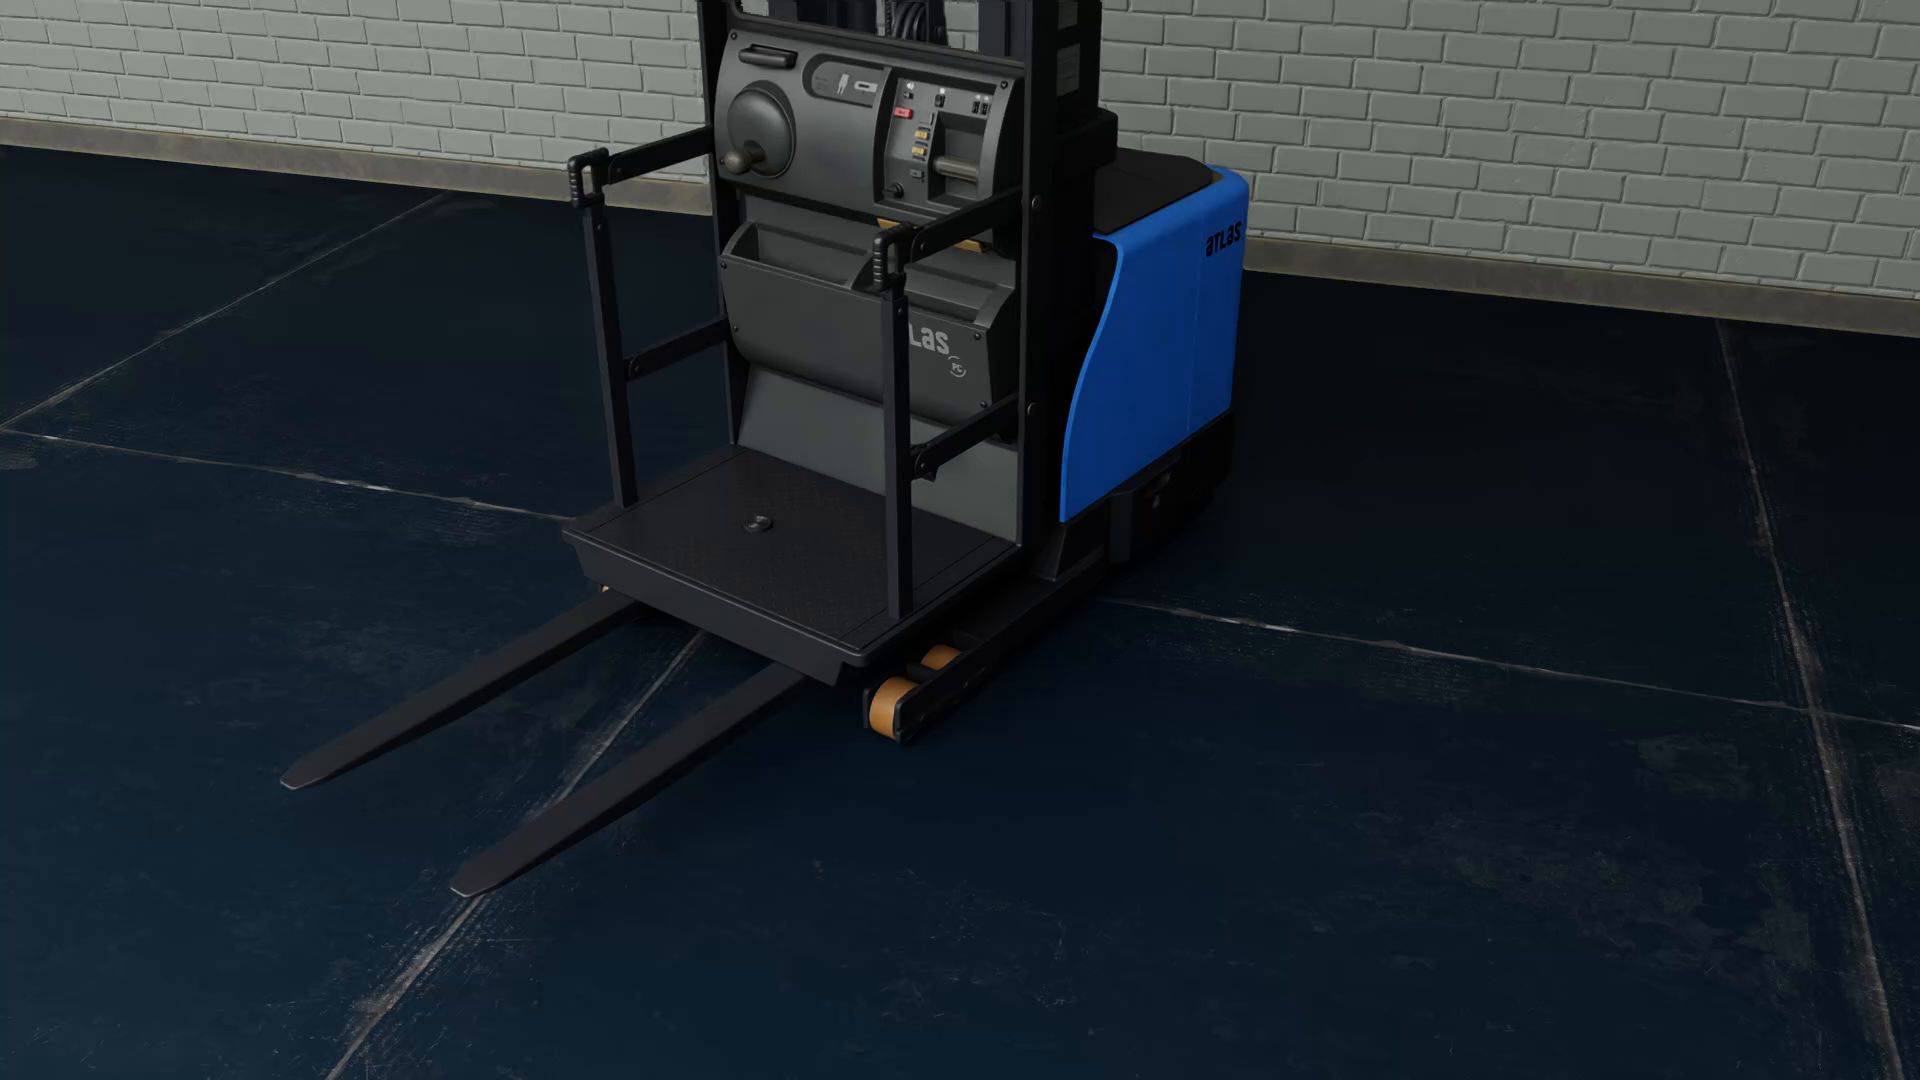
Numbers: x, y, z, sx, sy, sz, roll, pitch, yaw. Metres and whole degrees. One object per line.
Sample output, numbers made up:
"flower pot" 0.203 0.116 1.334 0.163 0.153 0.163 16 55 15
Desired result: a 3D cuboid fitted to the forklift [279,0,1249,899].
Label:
"forklift" -0.387 -1.029 4.084 1.130 2.935 3.031 20 35 31
